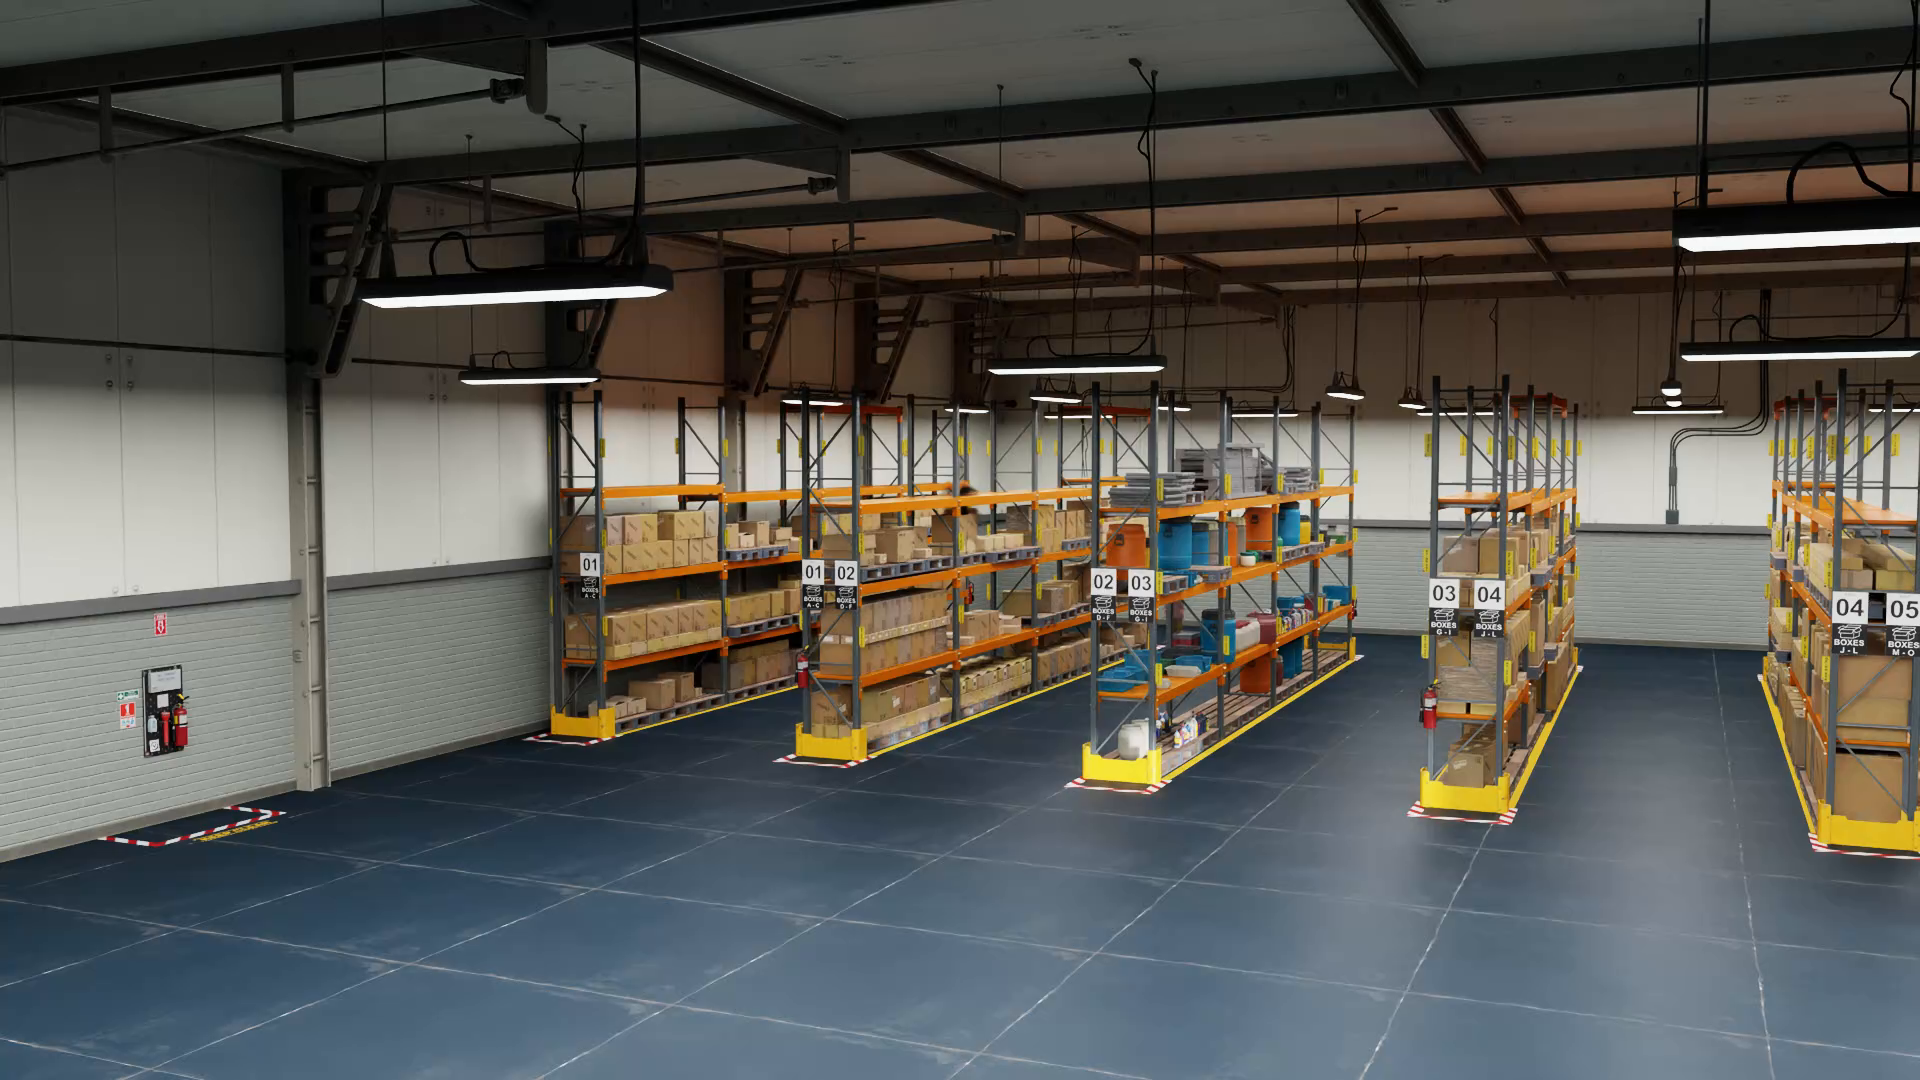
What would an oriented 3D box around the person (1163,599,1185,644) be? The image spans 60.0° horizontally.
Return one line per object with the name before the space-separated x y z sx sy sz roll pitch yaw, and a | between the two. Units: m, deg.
person | 5.418 1.895 42.317 0.424 1.619 0.633 -2 4 -37
